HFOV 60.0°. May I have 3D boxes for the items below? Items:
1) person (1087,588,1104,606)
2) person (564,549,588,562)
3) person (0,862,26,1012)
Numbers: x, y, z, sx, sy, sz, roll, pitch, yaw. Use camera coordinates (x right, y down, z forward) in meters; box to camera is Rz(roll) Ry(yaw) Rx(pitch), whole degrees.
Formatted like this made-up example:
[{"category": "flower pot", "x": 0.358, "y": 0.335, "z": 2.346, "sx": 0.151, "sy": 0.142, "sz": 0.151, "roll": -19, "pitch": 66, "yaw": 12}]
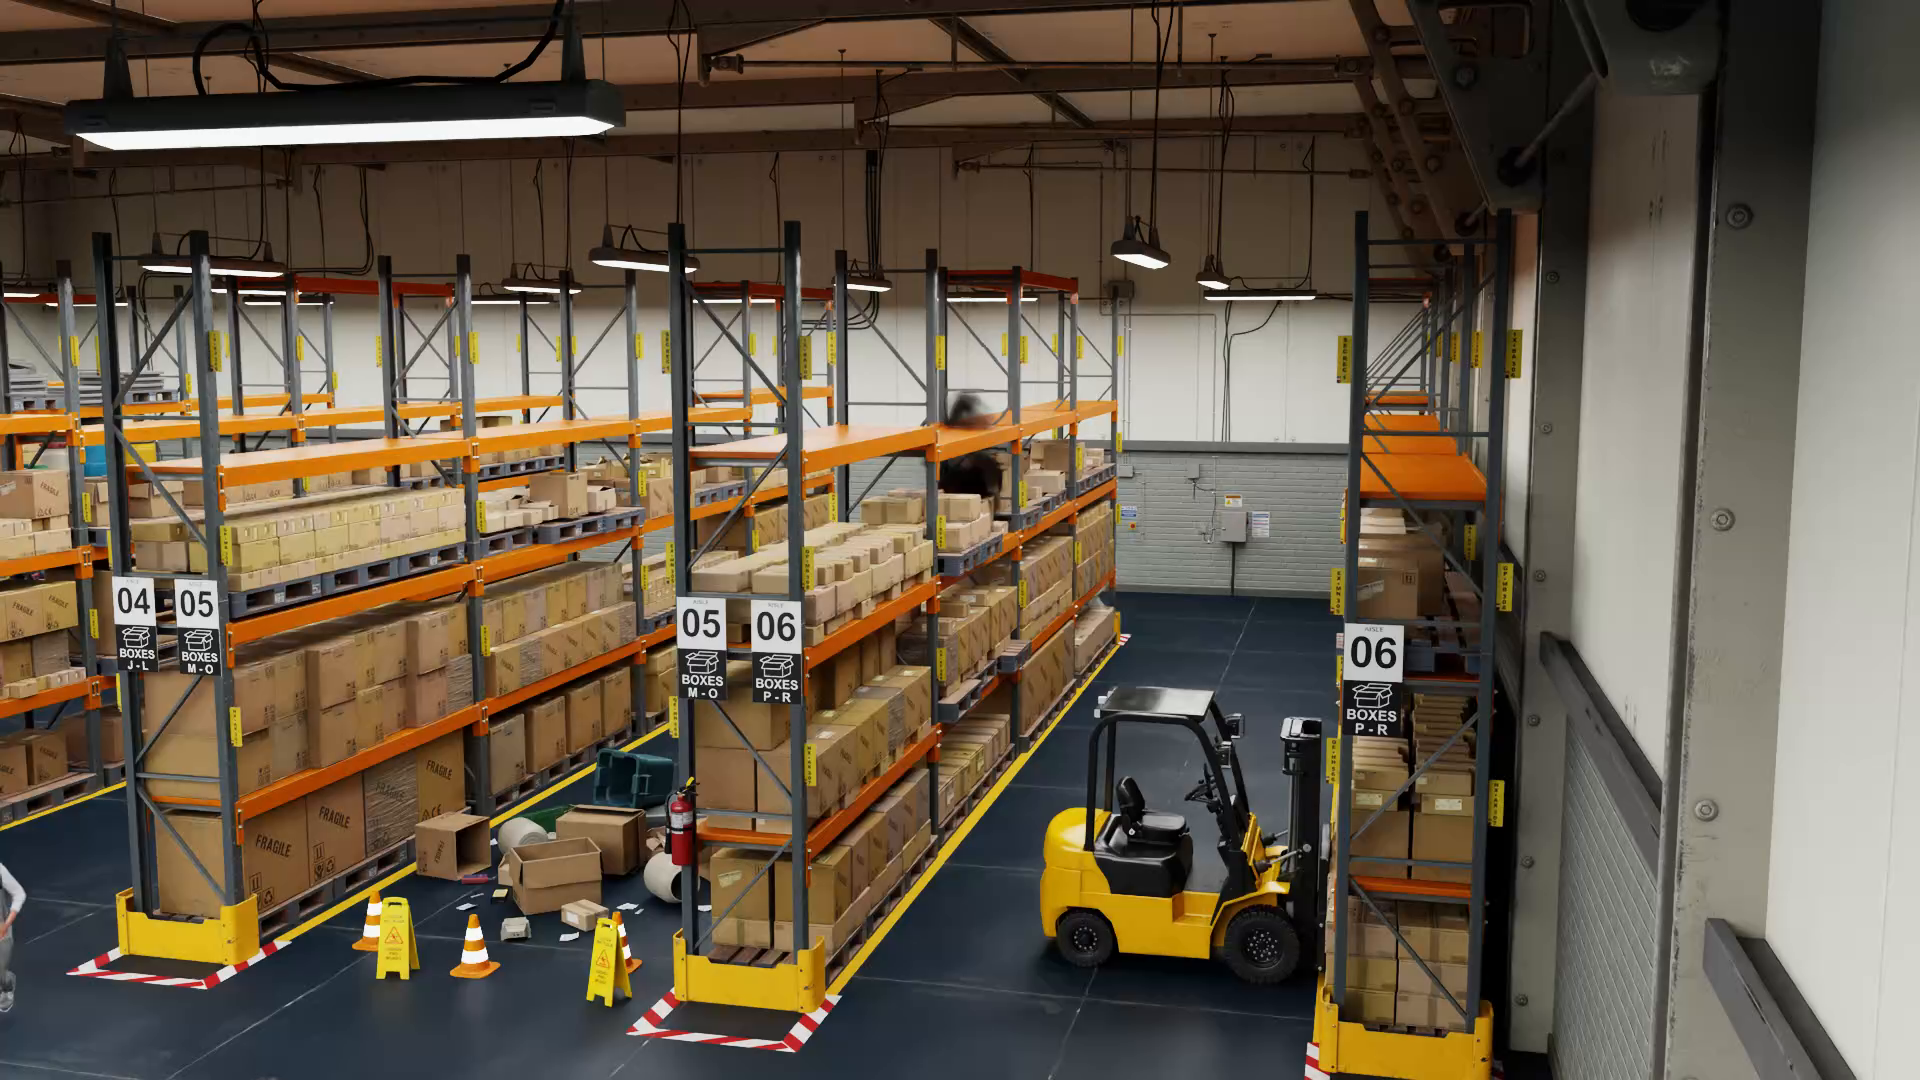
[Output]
[{"category": "person", "x": 2.340, "y": 0.713, "z": 29.583, "sx": 0.668, "sy": 1.749, "sz": 0.730, "roll": 5, "pitch": 8, "yaw": 33}, {"category": "person", "x": -7.351, "y": 0.437, "z": 31.602, "sx": 0.907, "sy": 1.801, "sz": 0.674, "roll": 2, "pitch": 7, "yaw": 15}, {"category": "person", "x": -7.124, "y": 2.910, "z": 12.209, "sx": 0.539, "sy": 1.599, "sz": 0.700, "roll": -2, "pitch": 7, "yaw": -14}]
